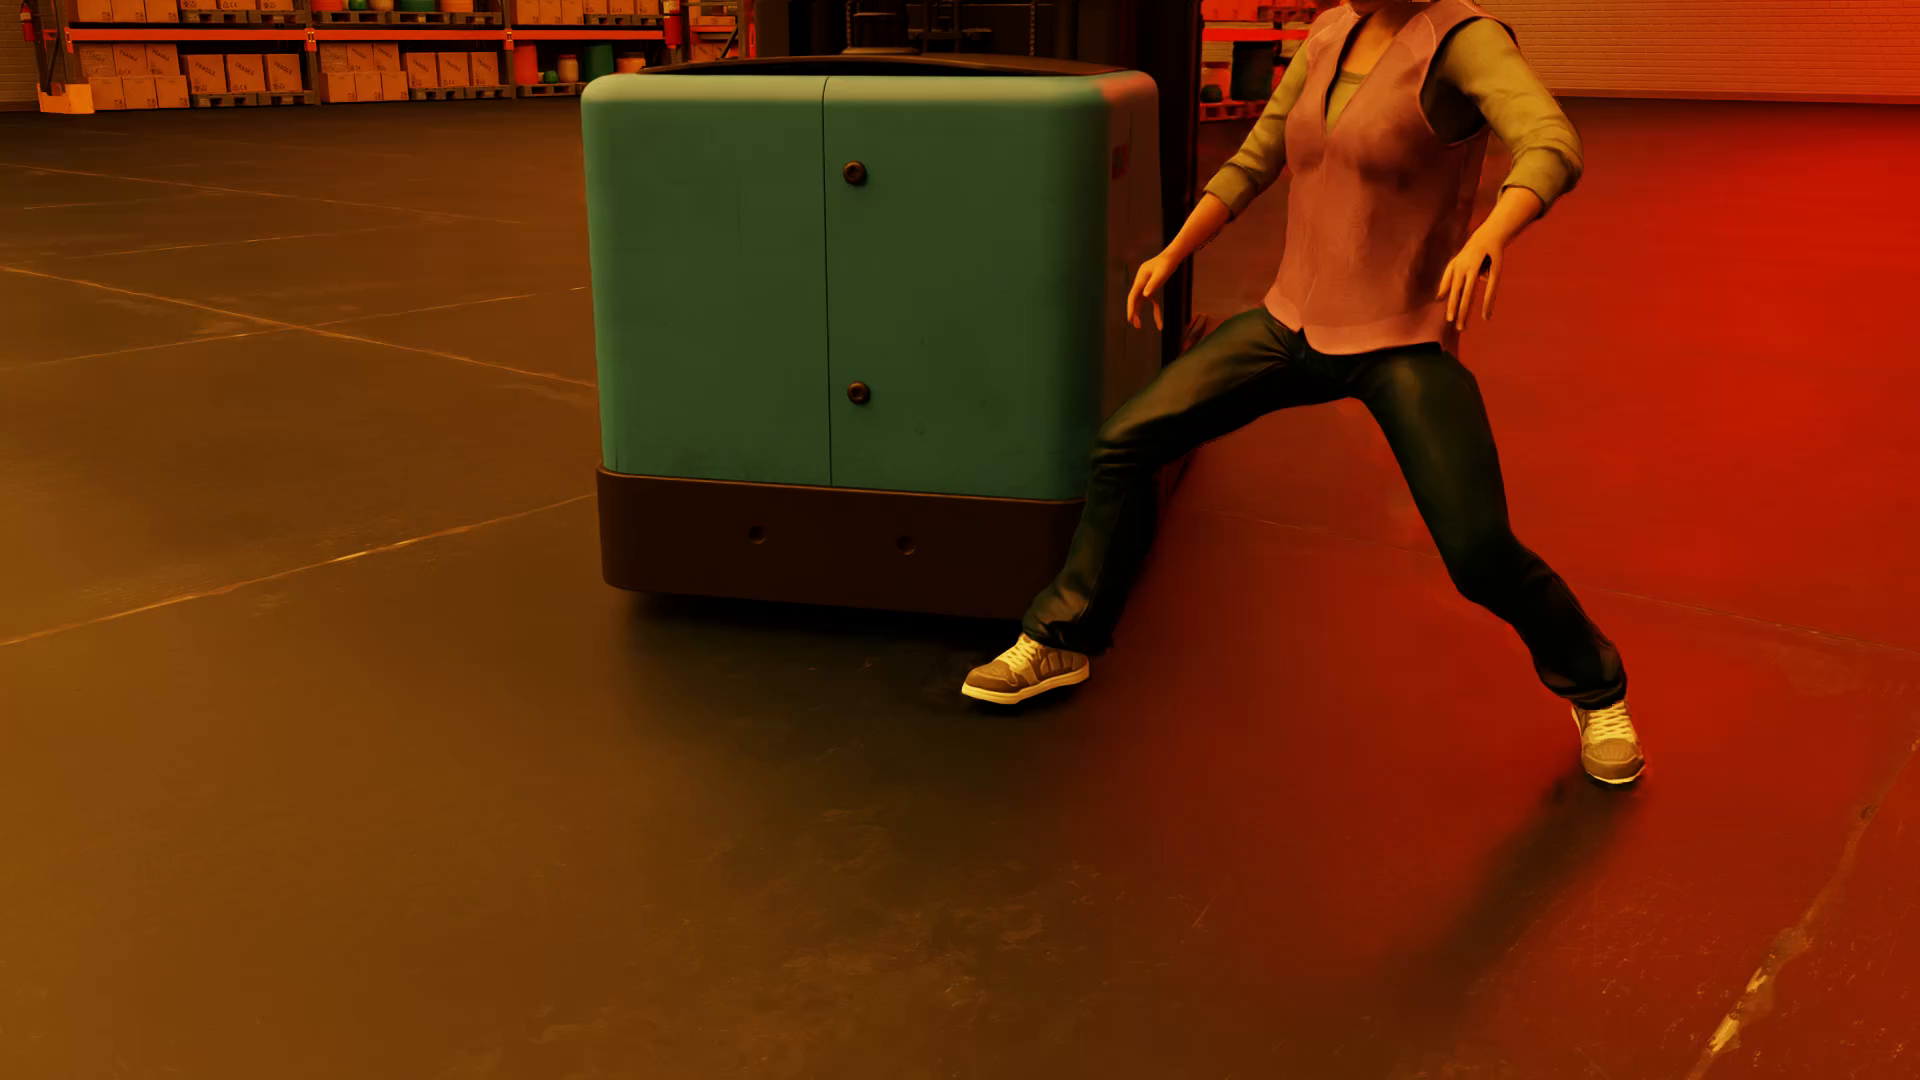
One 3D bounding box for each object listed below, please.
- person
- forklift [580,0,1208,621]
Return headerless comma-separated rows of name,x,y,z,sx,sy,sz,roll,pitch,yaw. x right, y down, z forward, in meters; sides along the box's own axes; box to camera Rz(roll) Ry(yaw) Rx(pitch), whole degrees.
person,0.598,-0.341,2.664,0.884,1.446,0.901,-12,21,-34
forklift,0.096,-1.631,4.268,1.130,2.935,3.031,4,17,13
